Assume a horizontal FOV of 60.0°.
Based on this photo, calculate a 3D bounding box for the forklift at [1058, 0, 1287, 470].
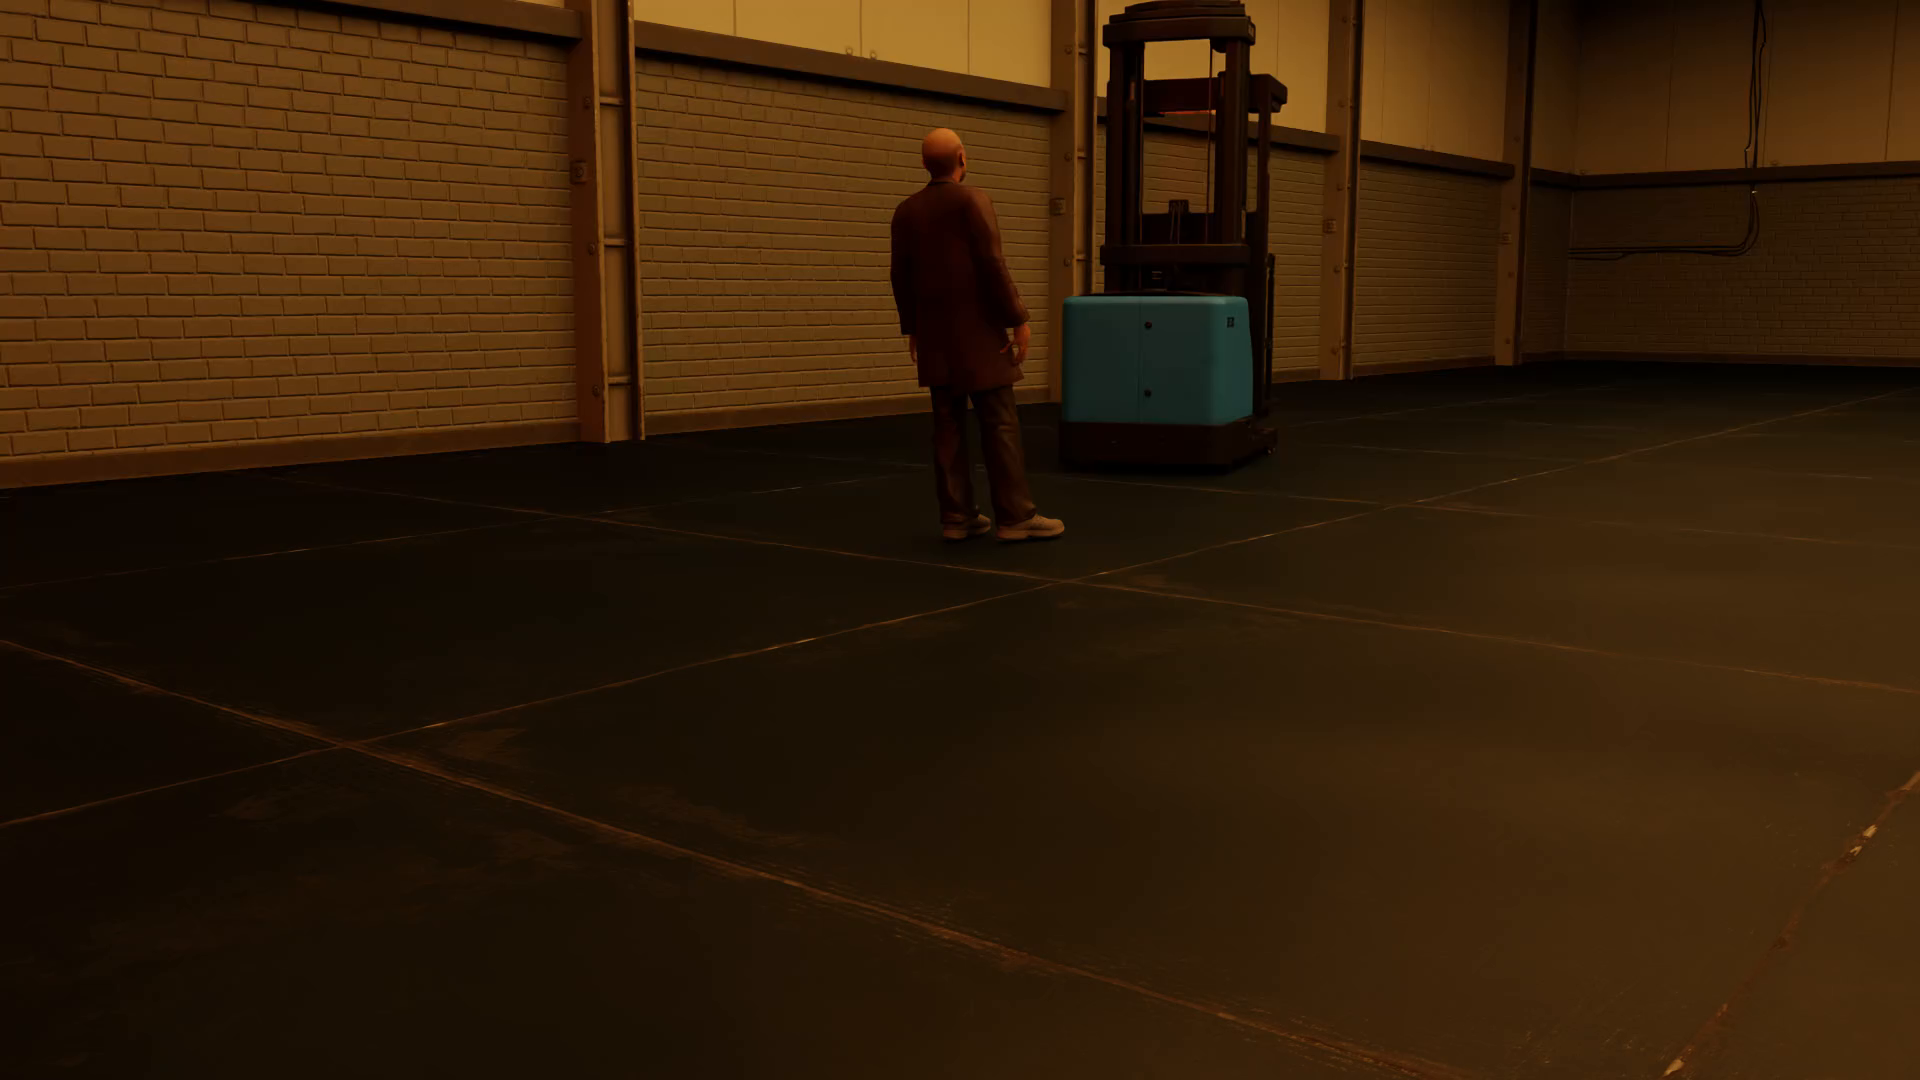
[{"bbox_3d":[1.591,-2.056,11.334,1.130,2.935,3.031,3,9,20],"label":"forklift"}]

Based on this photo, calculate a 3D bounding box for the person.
[{"bbox_3d":[0.061,-0.897,7.344,0.698,1.777,0.579,7,11,38],"label":"person"}]
